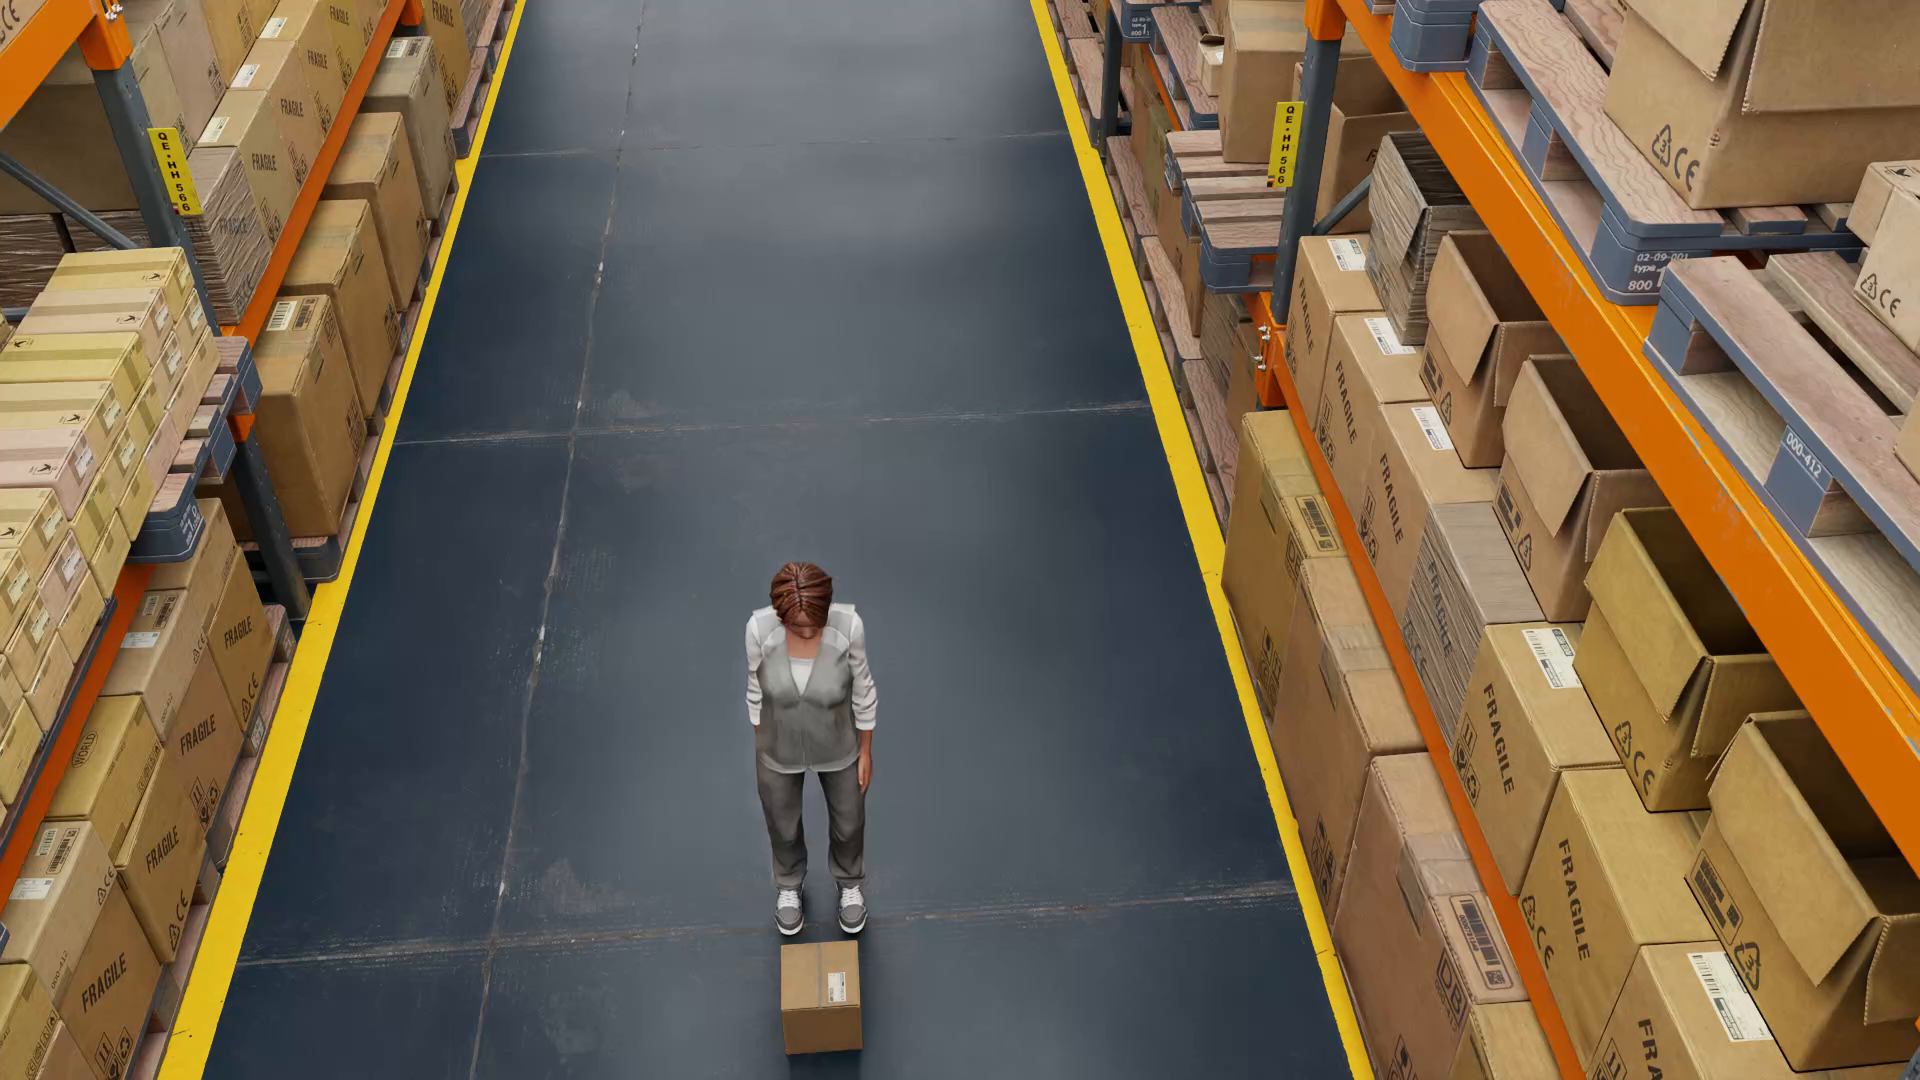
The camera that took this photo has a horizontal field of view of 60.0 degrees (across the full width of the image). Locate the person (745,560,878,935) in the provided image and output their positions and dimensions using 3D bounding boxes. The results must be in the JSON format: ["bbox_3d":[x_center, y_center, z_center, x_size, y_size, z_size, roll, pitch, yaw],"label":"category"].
[{"bbox_3d":[-0.463,0.671,5.363,0.409,1.591,0.304,-2,40,-3],"label":"person"}]
